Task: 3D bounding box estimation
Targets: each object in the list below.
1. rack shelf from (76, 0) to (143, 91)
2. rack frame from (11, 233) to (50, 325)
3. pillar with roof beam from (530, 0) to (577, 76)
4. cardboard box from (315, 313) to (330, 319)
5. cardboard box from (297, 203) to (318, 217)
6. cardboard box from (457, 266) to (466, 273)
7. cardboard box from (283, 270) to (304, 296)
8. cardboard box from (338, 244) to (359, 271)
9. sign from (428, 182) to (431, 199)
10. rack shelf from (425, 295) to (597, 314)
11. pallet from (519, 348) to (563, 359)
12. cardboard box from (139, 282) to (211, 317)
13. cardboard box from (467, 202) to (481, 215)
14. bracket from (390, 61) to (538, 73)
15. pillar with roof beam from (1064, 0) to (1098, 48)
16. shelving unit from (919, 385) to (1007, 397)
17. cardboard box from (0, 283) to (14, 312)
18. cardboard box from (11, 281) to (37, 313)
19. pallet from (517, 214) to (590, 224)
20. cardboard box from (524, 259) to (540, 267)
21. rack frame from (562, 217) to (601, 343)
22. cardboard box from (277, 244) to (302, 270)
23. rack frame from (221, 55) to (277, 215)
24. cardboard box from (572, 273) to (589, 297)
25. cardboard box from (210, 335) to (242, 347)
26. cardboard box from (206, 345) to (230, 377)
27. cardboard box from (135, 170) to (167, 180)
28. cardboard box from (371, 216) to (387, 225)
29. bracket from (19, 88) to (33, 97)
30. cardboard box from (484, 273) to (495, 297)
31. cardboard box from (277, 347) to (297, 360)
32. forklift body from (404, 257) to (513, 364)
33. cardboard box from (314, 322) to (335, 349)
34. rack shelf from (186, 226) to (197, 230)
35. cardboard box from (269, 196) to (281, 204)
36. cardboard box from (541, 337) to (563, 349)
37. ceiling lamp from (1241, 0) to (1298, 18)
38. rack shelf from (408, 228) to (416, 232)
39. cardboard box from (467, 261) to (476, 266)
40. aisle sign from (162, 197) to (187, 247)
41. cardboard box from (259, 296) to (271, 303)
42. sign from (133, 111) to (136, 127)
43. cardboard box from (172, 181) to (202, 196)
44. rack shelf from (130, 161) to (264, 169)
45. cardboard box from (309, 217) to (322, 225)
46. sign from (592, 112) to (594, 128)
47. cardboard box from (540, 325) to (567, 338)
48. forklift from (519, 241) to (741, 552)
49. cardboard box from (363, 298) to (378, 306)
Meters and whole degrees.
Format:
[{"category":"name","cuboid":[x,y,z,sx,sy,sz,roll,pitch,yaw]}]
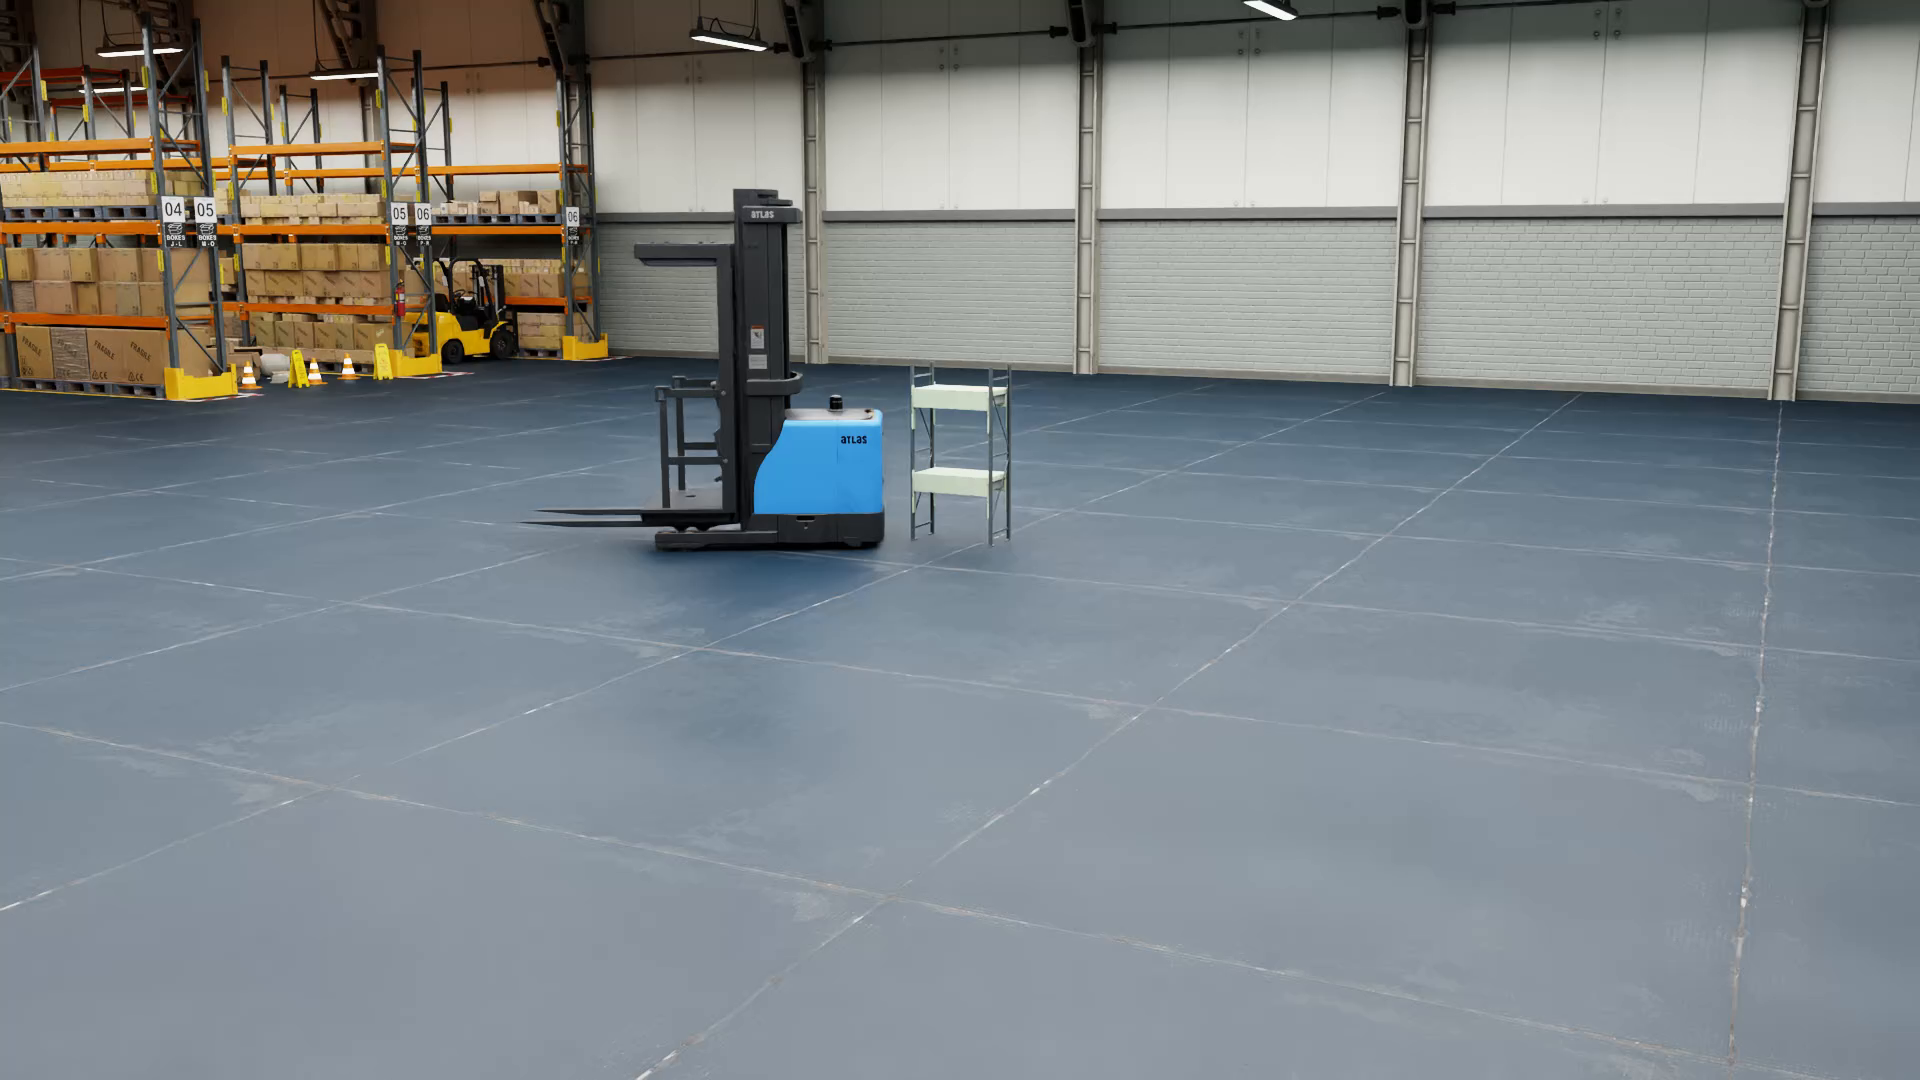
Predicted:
[{"category":"rack shelf","cuboid":[-19.827,-10.037,33.843,4.267,5.256,8.655,5,11,26]},{"category":"rack frame","cuboid":[-16.005,-4.142,28.695,0.053,2.616,0.949,5,11,26]},{"category":"pillar with roof beam","cuboid":[-10.339,-10.811,31.812,0.548,2.987,8.718,5,11,26]},{"category":"cardboard box","cuboid":[-14.745,-5.036,39.124,0.625,0.625,0.875,5,12,28]},{"category":"cardboard box","cuboid":[-12.266,-6.291,31.733,0.500,0.250,0.500,5,11,26]},{"category":"cardboard box","cuboid":[-10.874,-5.968,36.682,0.250,0.149,0.380,5,12,27]},{"category":"cardboard box","cuboid":[-12.727,-4.980,32.209,0.500,0.500,0.500,5,11,25]},{"category":"cardboard box","cuboid":[-11.322,-5.360,31.501,0.500,0.500,0.700,5,11,26]},{"category":"sign","cuboid":[-10.077,-6.619,31.503,0.005,0.325,0.100,5,11,26]},{"category":"rack shelf","cuboid":[-9.917,-5.223,36.686,4.000,0.370,1.077,5,11,26]},{"category":"pallet","cuboid":[-8.828,-4.101,36.295,1.213,0.211,1.003,5,11,26]},{"category":"cardboard box","cuboid":[-12.769,-3.923,27.065,0.550,0.550,0.875,5,11,26]},{"category":"cardboard box","cuboid":[-10.514,-7.235,36.277,0.258,0.266,0.396,5,11,24]},{"category":"bracket","cuboid":[-11.189,-10.520,36.984,4.783,0.066,0.076,5,11,26]},{"category":"pillar with roof beam","cuboid":[0.423,-9.865,26.587,0.548,2.987,8.718,5,11,26]},{"category":"shelving unit","cuboid":[0.006,-1.253,14.000,0.686,0.052,0.368,5,11,26]},{"category":"cardboard box","cuboid":[-16.590,-4.190,28.681,0.500,0.500,0.500,5,11,25]},{"category":"cardboard box","cuboid":[-15.667,-4.190,28.535,0.550,0.550,0.875,5,11,26]},{"category":"pallet","cuboid":[-8.746,-6.912,35.822,1.213,0.211,1.003,5,11,26]},{"category":"cardboard box","cuboid":[-9.210,-5.991,35.972,0.250,0.149,0.380,5,11,26]},{"category":"rack frame","cuboid":[-8.124,-5.419,35.751,0.127,3.000,1.000,5,11,26]},{"category":"cardboard box","cuboid":[-12.718,-5.472,32.119,0.500,0.500,0.700,5,11,25]},{"category":"rack frame","cuboid":[-13.904,-7.893,32.576,0.127,3.000,1.000,5,11,26]},{"category":"cardboard box","cuboid":[-8.445,-5.552,36.203,0.500,0.500,0.500,5,12,28]},{"category":"cardboard box","cuboid":[-15.021,-3.952,33.843,0.625,0.372,0.950,6,12,29]},{"category":"cardboard box","cuboid":[-13.854,-3.271,30.510,0.503,0.637,0.797,5,11,26]},{"category":"cardboard box","cuboid":[-12.868,-5.801,26.442,0.250,0.149,0.380,5,11,26]},{"category":"cardboard box","cuboid":[-10.760,-5.962,31.033,0.250,0.149,0.380,5,11,26]},{"category":"bracket","cuboid":[-24.276,-11.670,43.338,0.430,0.232,0.235,5,11,26]},{"category":"cardboard box","cuboid":[-10.058,-5.586,36.390,0.500,0.500,0.500,5,11,26]},{"category":"cardboard box","cuboid":[-13.010,-3.665,32.600,0.500,0.250,0.500,6,12,29]},{"category":"forklift body","cuboid":[-10.631,-4.860,35.042,1.214,2.155,2.313,5,11,26]},{"category":"cardboard box","cuboid":[-12.069,-3.952,32.078,0.500,0.500,0.500,5,11,24]},{"category":"rack shelf","cuboid":[-14.210,-5.178,27.612,3.687,0.071,0.831,5,11,26]},{"category":"cardboard box","cuboid":[-13.063,-6.546,32.021,0.250,0.149,0.380,5,11,25]},{"category":"cardboard box","cuboid":[-8.685,-4.259,35.884,0.500,0.250,0.500,5,11,26]},{"category":"ceiling lamp","cuboid":[4.818,-9.363,24.187,0.800,3.144,2.000,5,11,26]},{"category":"rack shelf","cuboid":[-12.110,-5.976,32.024,3.687,0.071,0.831,5,11,26]},{"category":"cardboard box","cuboid":[-10.619,-6.099,36.569,0.250,0.149,0.380,5,11,25]},{"category":"aisle sign","cuboid":[-12.485,-5.053,26.430,0.004,0.787,0.394,5,11,26]},{"category":"cardboard box","cuboid":[-13.514,-4.730,32.648,0.250,0.149,0.380,5,12,27]},{"category":"sign","cuboid":[-17.259,-8.795,34.711,0.005,0.325,0.100,5,11,26]},{"category":"cardboard box","cuboid":[-12.735,-5.711,27.067,0.500,0.250,0.500,5,11,26]},{"category":"rack shelf","cuboid":[-15.697,-7.571,33.534,3.687,0.071,0.831,5,11,26]},{"category":"cardboard box","cuboid":[-12.157,-6.076,31.662,0.250,0.149,0.380,5,11,25]},{"category":"sign","cuboid":[-7.872,-8.997,35.606,0.005,0.325,0.100,5,11,26]},{"category":"cardboard box","cuboid":[-8.698,-4.507,35.850,0.500,0.250,0.500,5,11,25]},{"category":"forklift","cuboid":[-2.594,-1.341,13.968,2.170,2.733,1.118,0,10,-2]},{"category":"cardboard box","cuboid":[-11.023,-4.500,31.378,0.250,0.149,0.380,5,11,25]}]
